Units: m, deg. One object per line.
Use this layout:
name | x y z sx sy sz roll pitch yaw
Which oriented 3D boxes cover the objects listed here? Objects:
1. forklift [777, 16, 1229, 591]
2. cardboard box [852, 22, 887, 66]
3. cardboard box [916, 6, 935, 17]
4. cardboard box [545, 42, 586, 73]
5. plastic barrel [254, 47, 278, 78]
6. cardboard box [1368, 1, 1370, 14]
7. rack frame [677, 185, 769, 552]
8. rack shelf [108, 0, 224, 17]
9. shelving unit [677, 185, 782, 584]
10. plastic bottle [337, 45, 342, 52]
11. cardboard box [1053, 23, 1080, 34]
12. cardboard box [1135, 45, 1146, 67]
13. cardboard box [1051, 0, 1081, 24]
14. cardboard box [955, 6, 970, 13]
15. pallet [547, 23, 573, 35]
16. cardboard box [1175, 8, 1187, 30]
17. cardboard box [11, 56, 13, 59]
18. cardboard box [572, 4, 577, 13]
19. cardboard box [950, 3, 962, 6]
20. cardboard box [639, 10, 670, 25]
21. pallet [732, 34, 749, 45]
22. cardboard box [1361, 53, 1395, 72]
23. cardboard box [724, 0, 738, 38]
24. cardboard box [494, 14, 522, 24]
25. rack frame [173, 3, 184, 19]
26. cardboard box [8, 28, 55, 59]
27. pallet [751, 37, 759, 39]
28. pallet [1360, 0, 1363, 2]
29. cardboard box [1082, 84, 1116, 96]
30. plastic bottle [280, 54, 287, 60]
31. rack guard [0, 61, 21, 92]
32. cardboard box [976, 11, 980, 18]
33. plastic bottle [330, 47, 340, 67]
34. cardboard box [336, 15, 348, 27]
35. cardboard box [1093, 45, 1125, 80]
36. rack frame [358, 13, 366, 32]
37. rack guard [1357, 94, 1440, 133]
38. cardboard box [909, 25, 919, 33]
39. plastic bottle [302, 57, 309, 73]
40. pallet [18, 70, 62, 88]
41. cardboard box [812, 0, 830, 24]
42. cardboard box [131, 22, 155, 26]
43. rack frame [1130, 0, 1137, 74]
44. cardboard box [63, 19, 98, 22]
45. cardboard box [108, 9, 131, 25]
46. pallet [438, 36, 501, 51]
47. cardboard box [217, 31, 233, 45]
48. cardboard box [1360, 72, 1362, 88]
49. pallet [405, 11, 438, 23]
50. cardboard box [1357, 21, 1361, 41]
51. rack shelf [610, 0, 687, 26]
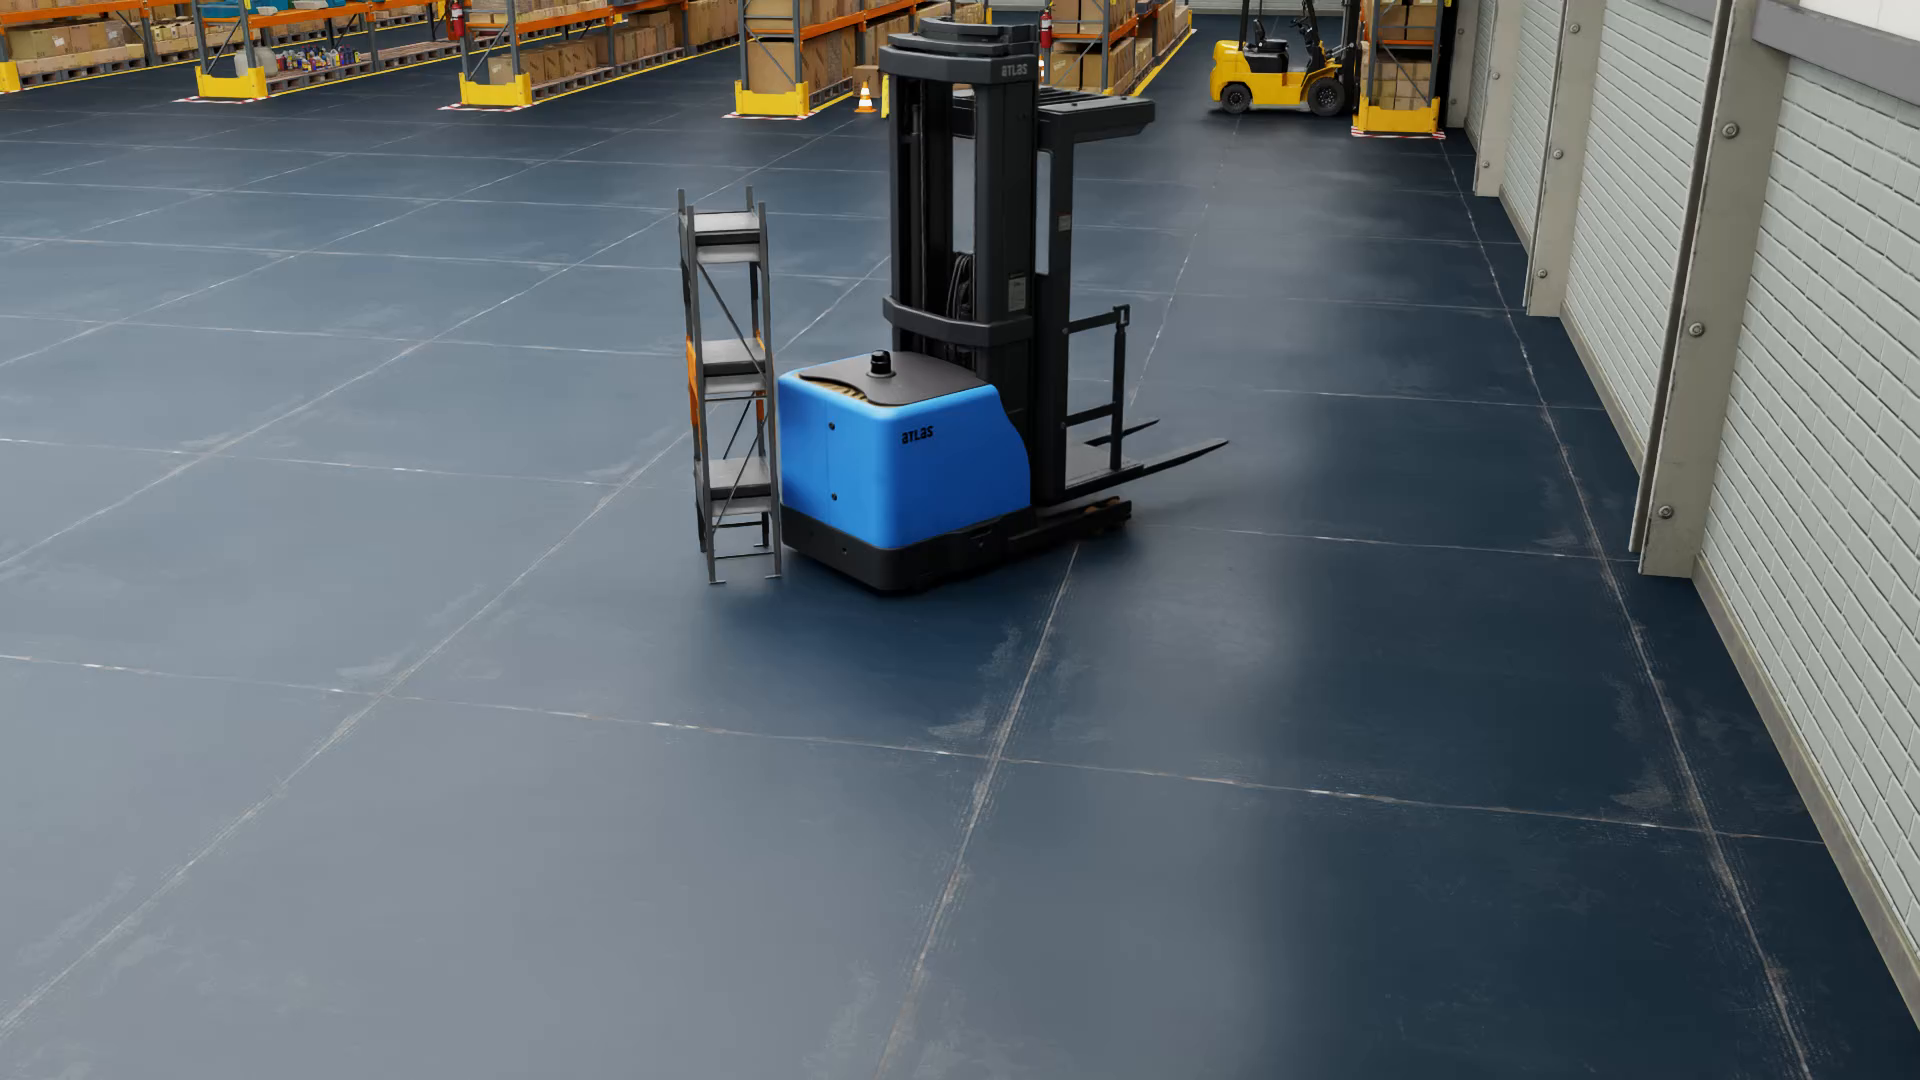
forklift | 0.403 -1.522 9.710 3.031 2.935 1.130 -18 28 -38
cardboard box | -1.998 -9.575 32.062 1.050 0.750 0.750 4 22 11
cardboard box | -0.826 -11.283 35.633 0.500 0.250 0.500 5 22 11
cardboard box | -7.302 -8.934 30.806 0.500 0.500 0.500 12 25 28
plastic barrel | -12.575 -8.638 30.054 0.421 0.512 0.421 0 22 0
cardboard box | 7.053 -8.832 27.635 0.500 0.500 0.500 5 22 12
rack frame | -1.319 -0.925 9.339 0.400 2.100 0.015 -5 23 -13
rack shelf | -16.361 -11.407 35.124 1.077 0.370 4.000 4 22 11
shelving unit | -1.258 -0.836 9.120 0.431 2.100 0.503 -5 23 -13
plastic bottle | -11.911 -9.359 32.033 0.144 0.351 0.185 4 22 11
cardboard box | 1.680 -8.071 26.214 0.380 0.149 0.250 5 23 13
cardboard box | 3.018 -9.183 31.594 0.950 0.372 0.625 5 23 13
cardboard box | 1.654 -8.438 26.258 0.500 0.500 0.500 4 22 10
cardboard box | 0.038 -12.689 39.803 0.380 0.149 0.250 4 22 9
pallet | -10.176 -12.534 40.693 1.003 0.211 1.213 4 22 11
cardboard box | 4.863 -12.308 39.266 0.875 0.438 0.875 5 22 12
cardboard box | -17.675 -8.868 30.976 0.500 0.250 0.500 4 22 11
cardboard box | -7.132 -9.582 29.965 0.380 0.149 0.250 4 22 11
cardboard box | -0.167 -13.099 40.820 0.380 0.149 0.250 5 22 12
cardboard box | -6.363 -10.860 34.558 0.500 0.250 0.500 5 23 13
pallet | -5.523 -11.597 38.366 1.003 0.211 1.213 4 22 11
cardboard box | 6.653 -7.605 26.501 0.500 0.250 0.500 5 22 12
cardboard box | -5.732 -11.825 37.482 1.225 0.875 0.875 4 22 9
cardboard box | -7.597 -8.759 27.923 0.380 0.149 0.250 4 22 11
rack frame | -19.987 -14.311 41.372 1.000 3.000 0.127 4 22 11
cardboard box | -17.158 -9.175 30.736 0.500 0.500 0.500 4 22 11
pallet | -5.208 -12.157 39.756 1.003 0.211 1.213 4 22 11
pallet | 8.375 -10.747 32.780 1.213 0.211 1.003 4 22 11
cardboard box | 2.248 -7.227 26.902 0.500 0.250 0.500 4 22 10
plastic bottle | -12.685 -8.954 31.127 0.152 0.276 0.135 4 22 9
rack guard | -17.590 -8.378 29.986 1.175 0.500 0.348 4 22 11
cardboard box | 0.279 -12.831 40.554 0.380 0.149 0.250 4 22 9
plastic bottle | -11.875 -9.160 31.538 0.144 0.351 0.185 4 22 11
cardboard box | -15.066 -12.597 39.873 0.500 0.500 0.500 5 22 11
cardboard box | 2.466 -7.958 27.714 0.500 0.500 0.500 5 22 12
rack frame | -15.137 -13.935 40.438 1.000 3.000 0.127 4 22 11
rack guard | 6.668 -6.489 25.296 1.175 0.500 0.348 4 22 11
cardboard box | -1.027 -10.575 34.879 0.500 0.500 0.500 4 22 9
plastic bottle | -12.062 -8.745 30.615 0.097 0.271 0.097 0 22 0
pallet | -17.470 -8.536 30.764 1.003 0.211 1.213 4 22 11
cardboard box | -2.694 -8.981 27.938 0.875 0.550 0.550 4 22 11
cardboard box | -16.867 -10.549 34.400 0.500 0.311 0.500 5 22 12
rack frame | 2.629 -9.497 29.419 1.000 3.000 0.127 4 22 11
cardboard box | -17.265 -9.947 32.651 0.500 0.500 0.500 4 22 11
cardboard box | -20.340 -12.625 39.500 0.750 0.750 0.750 4 22 11
pallet | -10.985 -11.091 37.110 1.003 0.211 1.213 4 22 11
cardboard box | -16.029 -10.808 35.792 0.500 0.250 0.500 5 22 12
cardboard box | 6.664 -7.383 26.620 0.500 0.250 0.500 4 22 10
pallet | -14.498 -13.785 43.798 1.003 0.211 1.213 4 22 11
cardboard box | 8.704 -10.726 35.254 0.500 0.500 0.500 4 22 10
rack shelf | -6.664 -10.650 33.246 1.077 0.370 4.000 4 22 11
